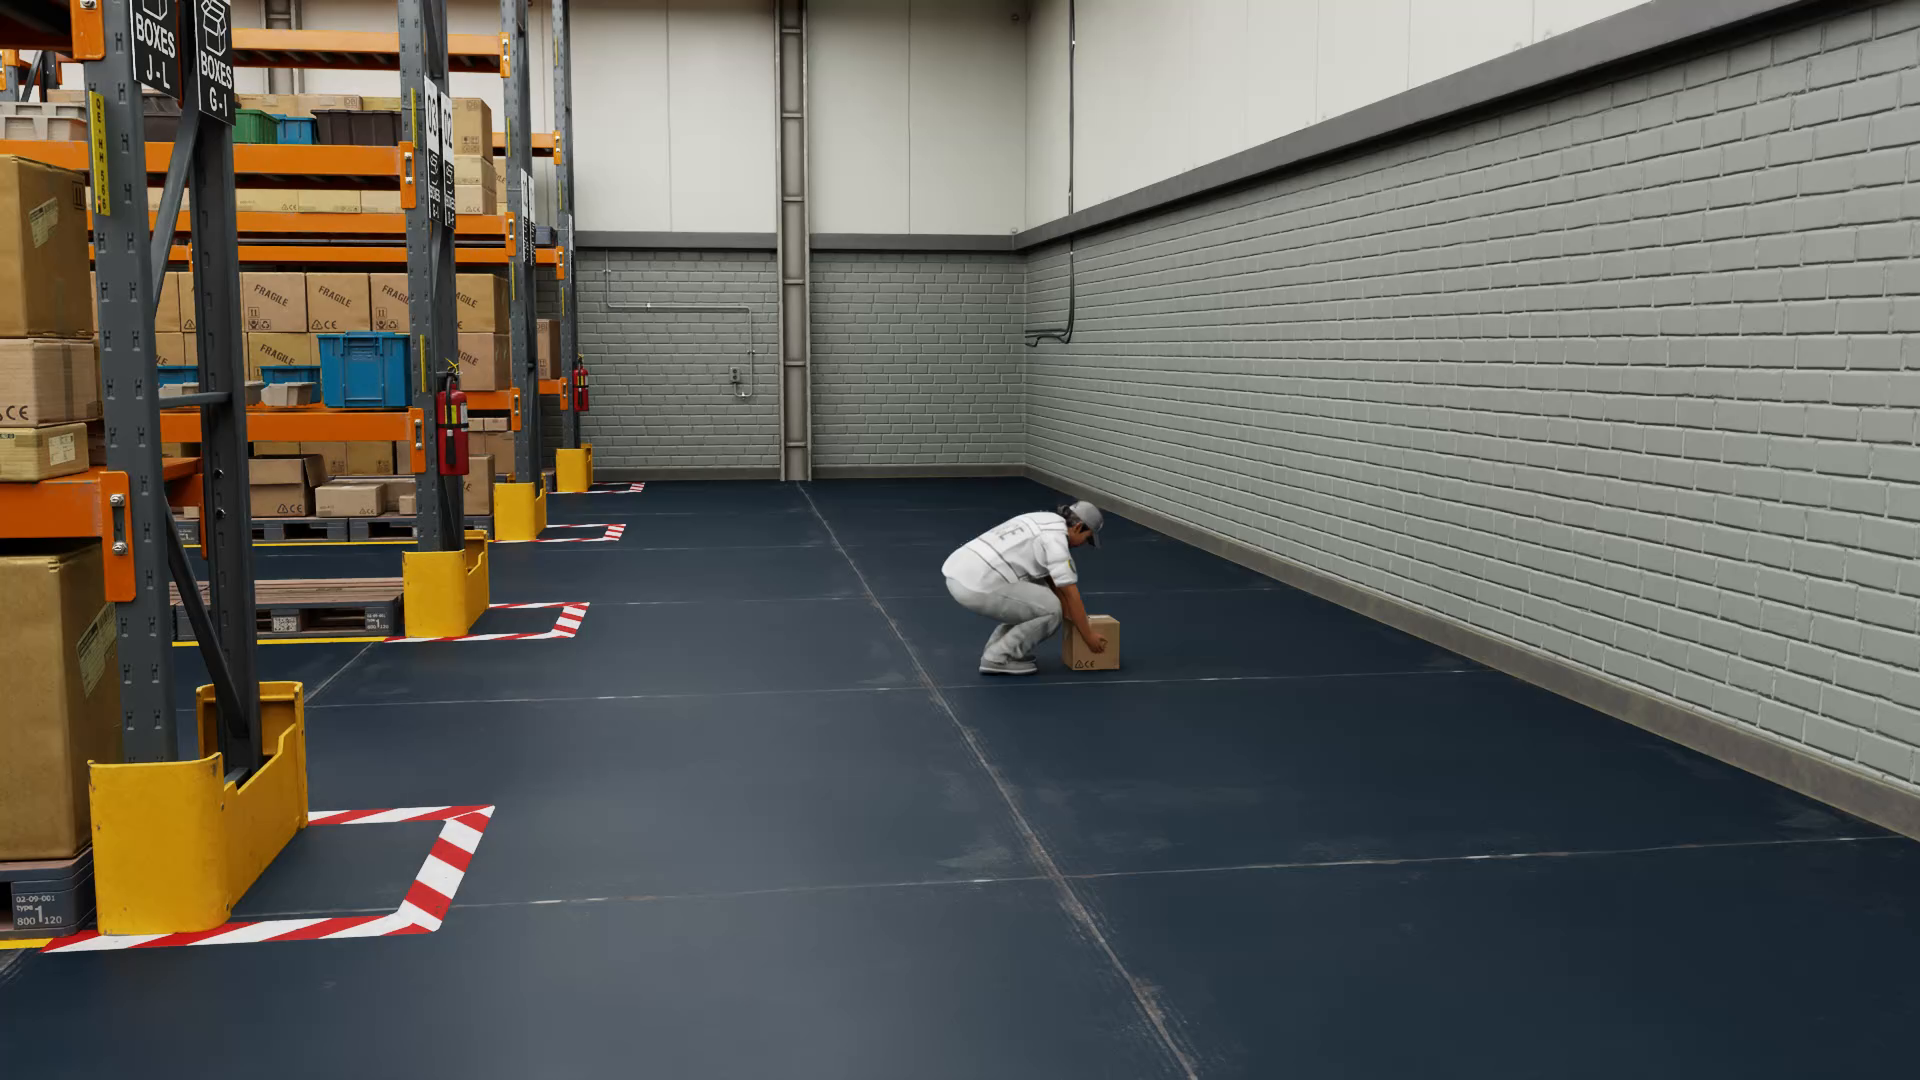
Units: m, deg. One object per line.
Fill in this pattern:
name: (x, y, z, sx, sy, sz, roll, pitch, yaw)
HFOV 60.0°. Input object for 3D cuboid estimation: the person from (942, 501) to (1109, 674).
person: (0.338, 0.243, 8.706, 0.861, 0.875, 0.525, -1, 7, -9)
